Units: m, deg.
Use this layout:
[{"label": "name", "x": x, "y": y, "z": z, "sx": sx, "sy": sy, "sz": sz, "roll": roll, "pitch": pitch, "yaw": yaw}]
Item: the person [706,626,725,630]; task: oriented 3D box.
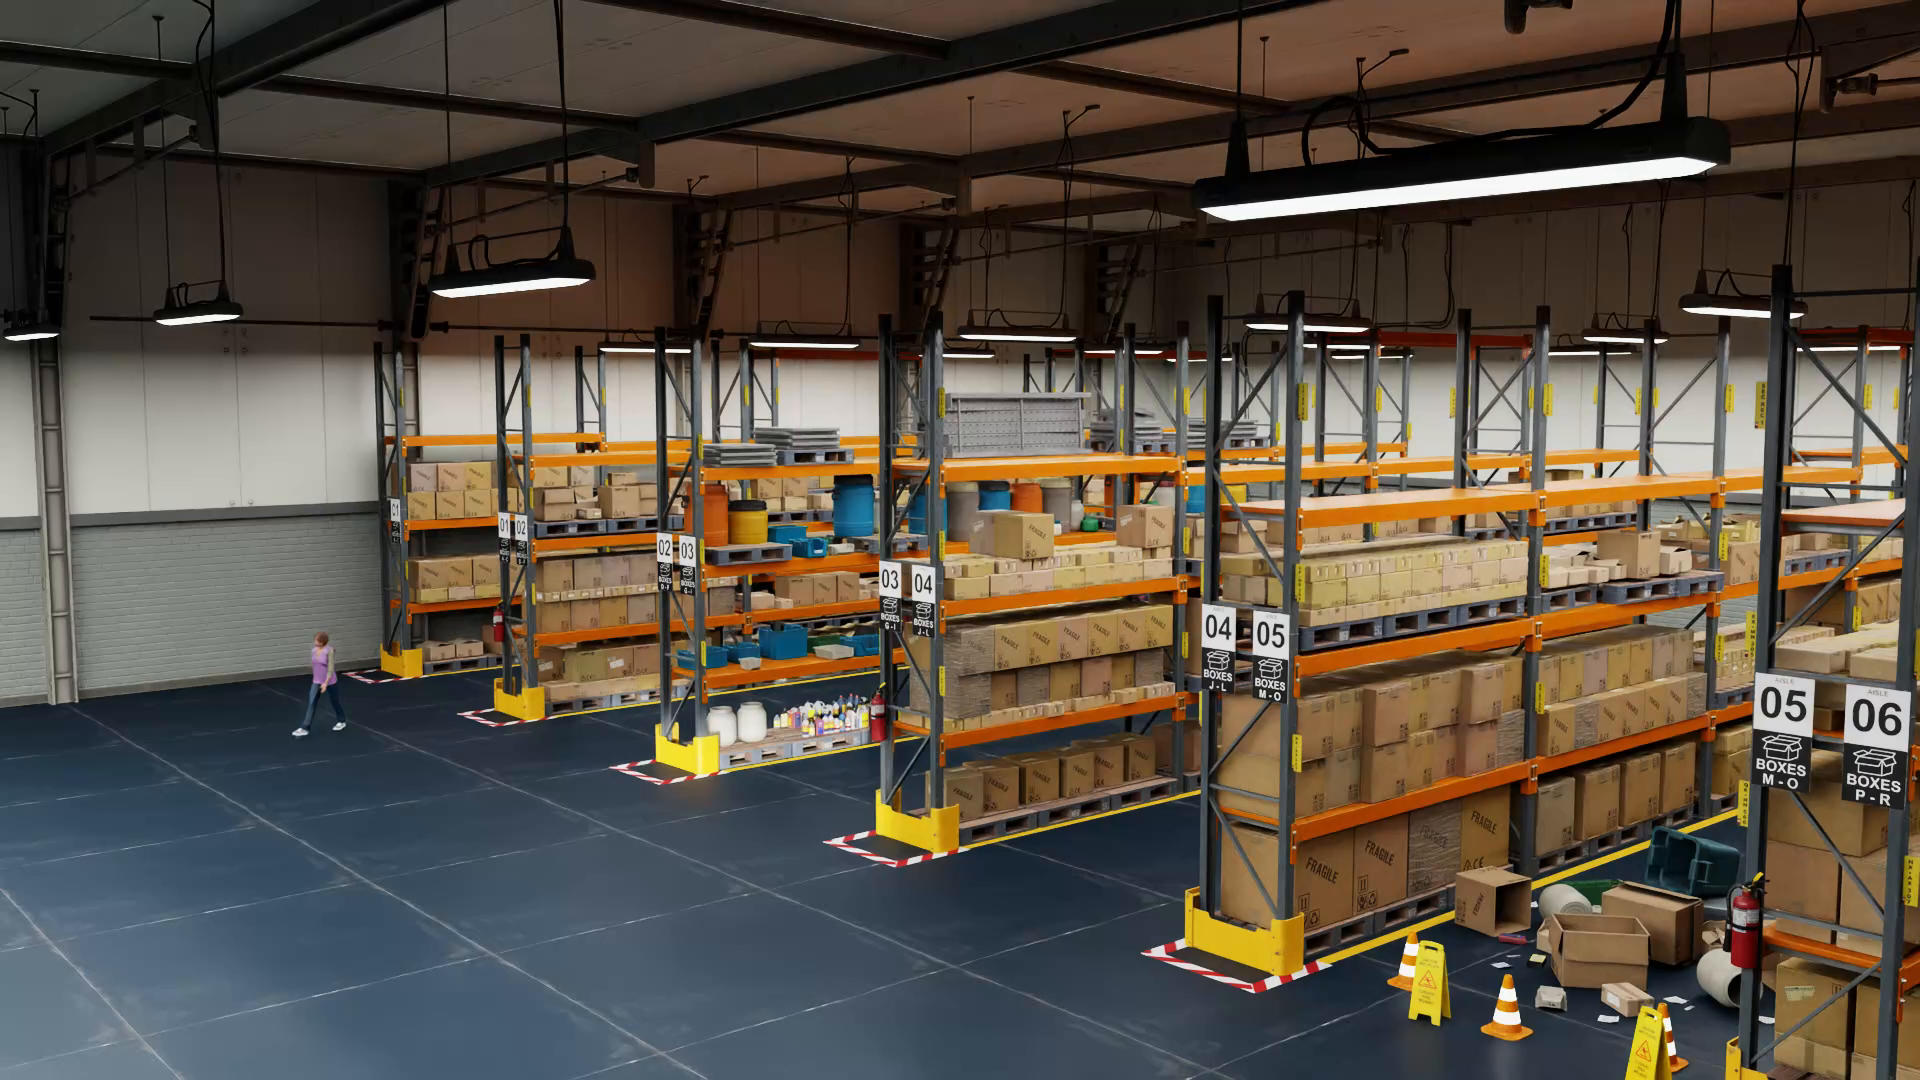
[{"label": "person", "x": -4.724, "y": 1.466, "z": 30.941, "sx": 0.560, "sy": 1.728, "sz": 0.995, "roll": 4, "pitch": 6, "yaw": 34}]

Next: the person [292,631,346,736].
[{"label": "person", "x": -9.502, "y": 2.129, "z": 24.725, "sx": 0.440, "sy": 1.526, "sz": 0.978, "roll": 1, "pitch": 5, "yaw": 10}]
